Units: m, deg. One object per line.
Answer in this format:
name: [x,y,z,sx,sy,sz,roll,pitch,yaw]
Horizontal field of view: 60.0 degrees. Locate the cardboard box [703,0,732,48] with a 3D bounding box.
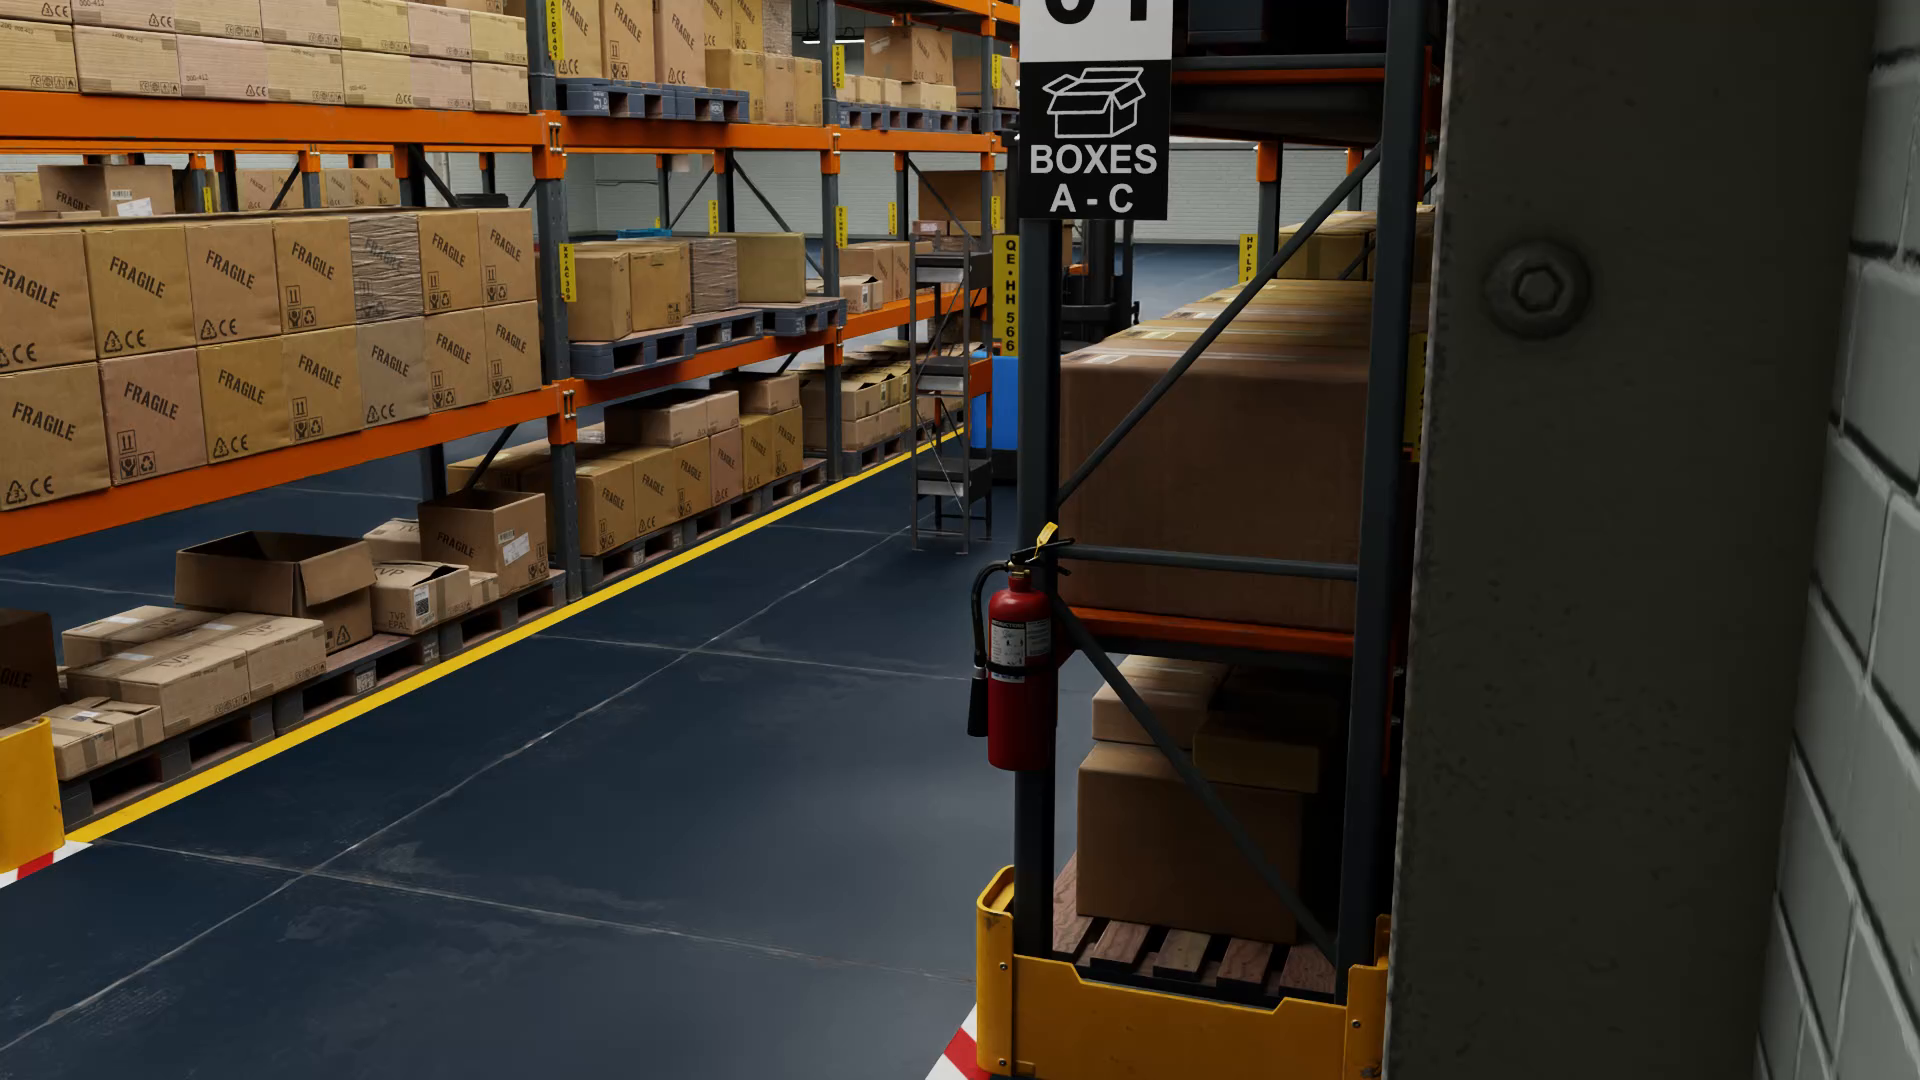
cardboard box: [-1.931,-3.668,11.598,0.500,0.500,0.500,4,14,18]

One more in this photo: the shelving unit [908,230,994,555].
shelving unit: [-0.054,-0.989,11.094,0.431,2.100,0.503,4,14,18]

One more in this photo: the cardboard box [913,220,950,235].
cardboard box: [-0.274,-3.256,17.321,0.380,0.149,0.250,4,14,18]

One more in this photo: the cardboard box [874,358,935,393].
cardboard box: [-0.511,-1.529,15.414,0.500,0.311,0.500,4,14,18]

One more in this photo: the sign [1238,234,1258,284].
sign: [1.424,-1.341,8.189,0.100,0.325,0.005,4,14,18]

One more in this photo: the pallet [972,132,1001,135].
pallet: [0.489,-4.675,18.678,1.003,0.211,1.213,4,14,18]

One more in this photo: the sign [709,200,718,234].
sign: [-1.980,-2.579,13.439,0.100,0.325,0.005,4,14,18]

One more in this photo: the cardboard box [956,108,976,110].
cardboard box: [-0.028,-4.704,17.916,0.380,0.149,0.250,4,14,18]

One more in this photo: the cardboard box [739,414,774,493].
cardboard box: [-1.702,-0.649,12.211,0.500,0.500,0.500,4,13,16]

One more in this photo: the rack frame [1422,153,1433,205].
rack frame: [5.823,-3.304,19.216,1.000,3.000,0.127,4,14,18]

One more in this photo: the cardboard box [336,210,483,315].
cardboard box: [-2.829,-1.437,8.562,0.500,0.500,0.500,4,13,17]

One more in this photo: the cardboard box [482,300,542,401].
cardboard box: [-2.667,-1.059,9.152,0.500,0.500,0.500,5,14,19]

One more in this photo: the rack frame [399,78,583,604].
rack frame: [-2.748,-1.134,9.706,1.000,3.000,0.127,4,14,18]

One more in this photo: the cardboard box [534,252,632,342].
cardboard box: [-2.383,-1.471,10.014,0.700,0.500,0.500,0,13,-1]

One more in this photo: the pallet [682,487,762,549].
pallet: [-2.127,-0.206,11.907,1.003,0.211,1.213,4,14,18]

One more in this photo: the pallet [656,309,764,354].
pallet: [-2.078,-1.472,11.621,1.003,0.211,1.213,4,14,18]

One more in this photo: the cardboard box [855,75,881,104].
cardboard box: [-1.012,-3.901,14.481,0.500,0.250,0.500,4,13,17]

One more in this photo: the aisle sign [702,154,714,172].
aisle sign: [-3.246,-5.279,22.025,0.394,0.787,0.004,4,14,18]

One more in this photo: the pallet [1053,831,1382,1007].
pallet: [0.831,1.250,5.529,1.003,0.211,1.213,4,14,18]

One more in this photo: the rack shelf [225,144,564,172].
rack shelf: [-5.492,-3.866,16.553,1.077,0.370,4.000,4,14,18]

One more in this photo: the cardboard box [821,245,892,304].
cardboard box: [-0.926,-2.379,14.937,0.500,0.500,0.500,4,13,15]

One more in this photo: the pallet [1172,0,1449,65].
pallet: [0.877,-1.512,4.820,1.003,0.211,1.213,4,14,18]

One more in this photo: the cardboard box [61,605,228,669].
cardboard box: [-3.763,0.505,7.719,0.500,0.250,0.500,4,14,18]

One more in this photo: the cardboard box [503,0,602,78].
cardboard box: [-2.515,-2.999,9.744,0.600,0.600,0.600,3,13,13]

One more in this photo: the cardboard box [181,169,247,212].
cardboard box: [-9.145,-4.290,20.393,0.500,0.500,0.500,4,14,18]

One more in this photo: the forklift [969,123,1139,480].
forklift: [0.986,-2.152,14.324,1.130,2.935,3.031,4,13,16]

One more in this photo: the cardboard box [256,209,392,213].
cardboard box: [-3.333,-1.482,8.761,0.500,0.500,0.500,4,13,17]

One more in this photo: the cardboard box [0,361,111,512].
cardboard box: [-3.649,-0.415,6.331,0.500,0.500,0.500,5,14,20]

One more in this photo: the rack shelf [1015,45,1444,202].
rack shelf: [1.294,-1.468,6.048,1.077,0.370,4.000,4,14,18]

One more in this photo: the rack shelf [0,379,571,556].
rack shelf: [-3.395,-0.362,7.941,1.077,0.370,4.000,4,14,18]

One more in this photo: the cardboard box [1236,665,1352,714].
cardboard box: [1.172,0.489,5.813,0.380,0.149,0.250,4,14,19]

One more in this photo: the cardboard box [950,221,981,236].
cardboard box: [0.111,-3.226,17.189,0.380,0.149,0.250,4,14,18]

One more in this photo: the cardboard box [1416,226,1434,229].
cardboard box: [2.499,-1.535,8.843,0.500,0.250,0.500,5,14,19]

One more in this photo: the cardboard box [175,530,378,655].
cardboard box: [-3.351,0.265,8.200,0.797,0.503,0.637,4,14,18]

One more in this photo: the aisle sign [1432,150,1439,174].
aisle sign: [5.563,-4.608,19.088,0.394,0.787,0.004,4,14,18]

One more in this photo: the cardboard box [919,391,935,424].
cardboard box: [-0.516,-1.253,15.464,0.500,0.250,0.500,5,14,20]

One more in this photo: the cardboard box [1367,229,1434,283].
cardboard box: [2.336,-1.425,8.359,0.500,0.250,0.500,5,14,20]

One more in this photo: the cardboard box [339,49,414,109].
cardboard box: [-2.979,-2.191,7.934,0.500,0.250,0.500,4,14,18]

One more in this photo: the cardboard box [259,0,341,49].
cardboard box: [-3.140,-2.329,7.417,0.500,0.250,0.500,4,14,18]

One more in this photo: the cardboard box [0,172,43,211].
cardboard box: [-13.503,-4.925,23.554,0.875,0.550,0.500,4,14,18]

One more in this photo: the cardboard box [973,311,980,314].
cardboard box: [0.441,-2.229,18.054,0.500,0.500,0.500,4,14,18]

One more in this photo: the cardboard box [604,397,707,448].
cardboard box: [-2.037,-0.790,11.143,0.500,0.250,0.500,4,14,19]

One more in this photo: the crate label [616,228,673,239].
crate label: [-3.890,-3.628,20.554,0.502,0.435,0.616,4,14,18]

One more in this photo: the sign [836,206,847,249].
sign: [-0.937,-2.465,13.113,0.100,0.325,0.005,4,14,18]

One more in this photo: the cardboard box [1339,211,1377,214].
cardboard box: [2.835,-2.106,11.342,0.500,0.250,0.500,5,14,20]

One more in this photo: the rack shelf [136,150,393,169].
rack shelf: [-8.884,-5.065,21.805,1.077,0.370,4.000,4,14,18]

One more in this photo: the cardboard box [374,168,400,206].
cardboard box: [-8.181,-4.922,23.163,0.500,0.500,0.500,4,14,18]

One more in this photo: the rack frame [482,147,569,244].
rack frame: [-4.845,-3.175,18.651,1.000,3.000,0.127,4,14,18]

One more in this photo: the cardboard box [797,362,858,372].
cardboard box: [-1.189,-1.457,15.099,0.500,0.311,0.500,4,14,18]
